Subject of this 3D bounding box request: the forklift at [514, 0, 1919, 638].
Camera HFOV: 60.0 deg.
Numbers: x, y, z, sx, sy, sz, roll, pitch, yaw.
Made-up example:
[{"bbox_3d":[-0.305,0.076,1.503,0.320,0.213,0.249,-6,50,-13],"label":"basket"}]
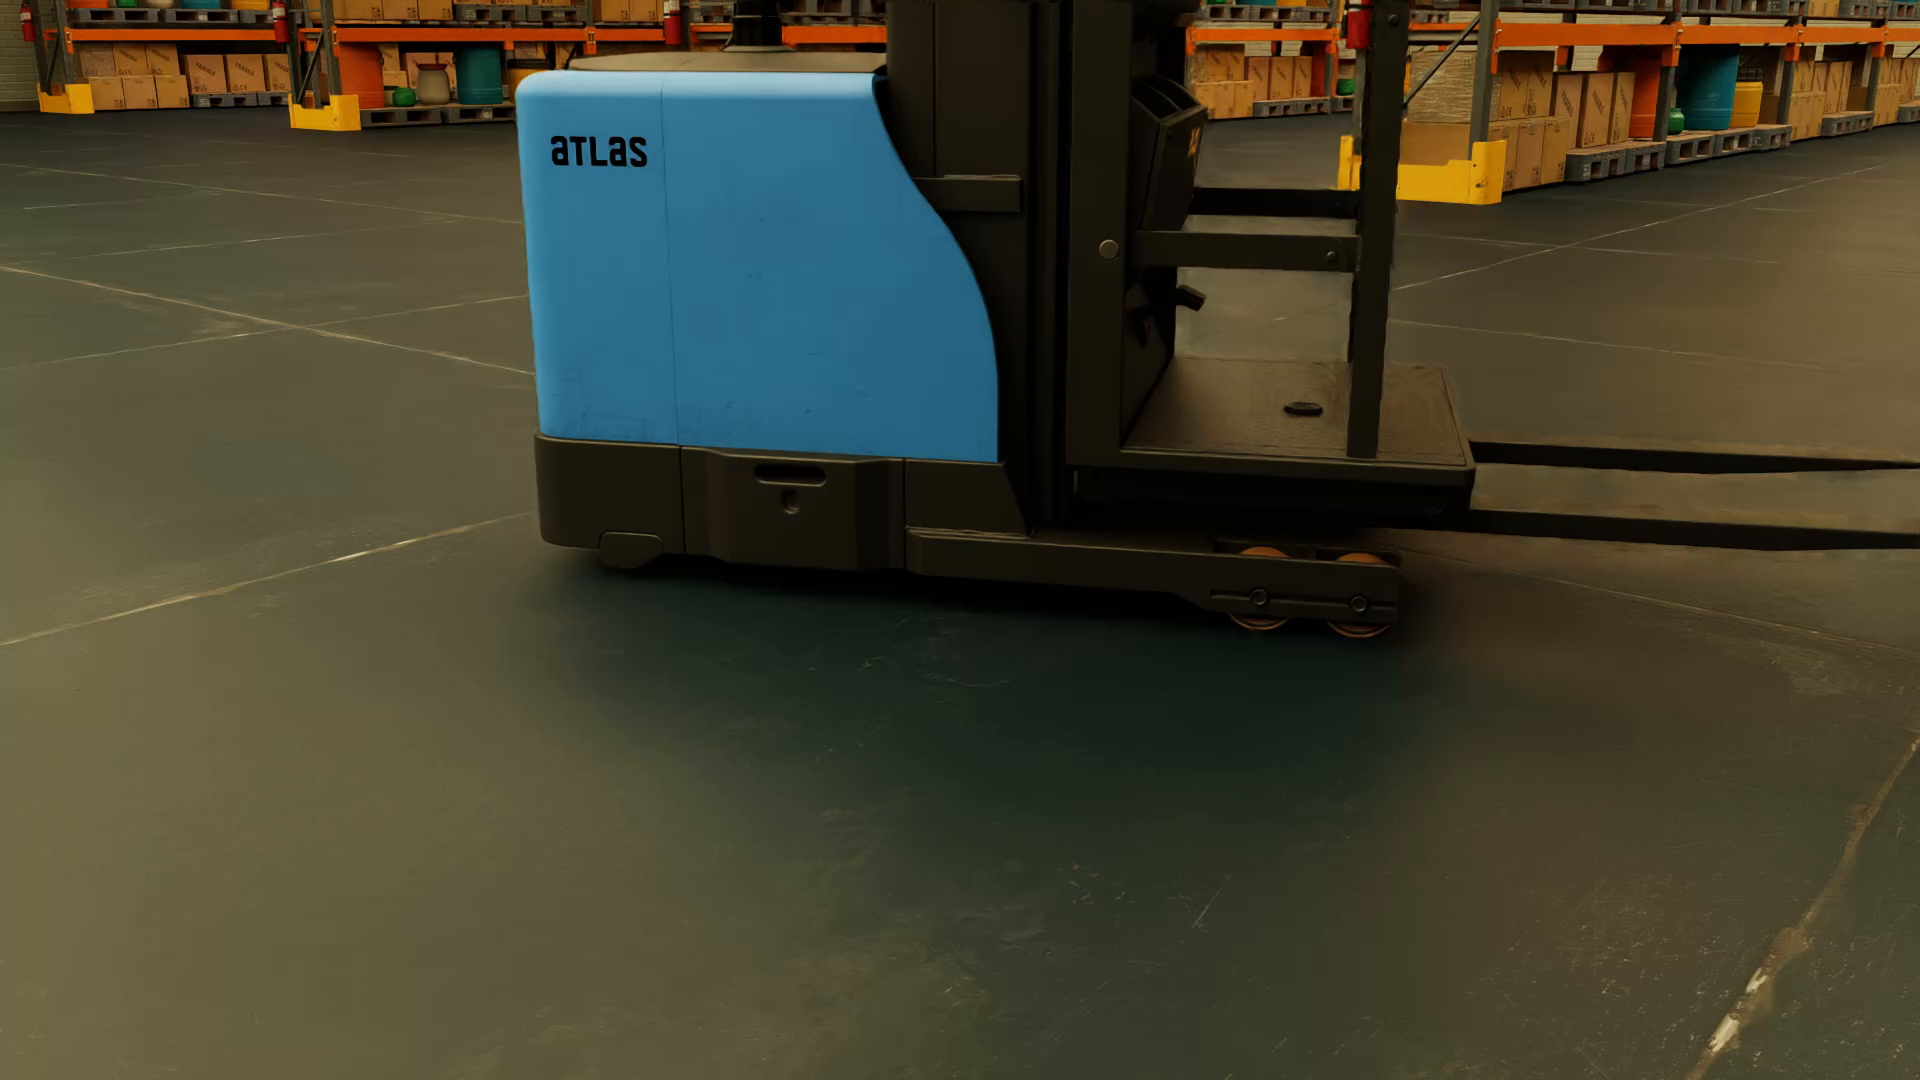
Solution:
[{"bbox_3d":[0.631,-1.377,3.432,3.031,2.935,1.130,4,17,12],"label":"forklift"}]
